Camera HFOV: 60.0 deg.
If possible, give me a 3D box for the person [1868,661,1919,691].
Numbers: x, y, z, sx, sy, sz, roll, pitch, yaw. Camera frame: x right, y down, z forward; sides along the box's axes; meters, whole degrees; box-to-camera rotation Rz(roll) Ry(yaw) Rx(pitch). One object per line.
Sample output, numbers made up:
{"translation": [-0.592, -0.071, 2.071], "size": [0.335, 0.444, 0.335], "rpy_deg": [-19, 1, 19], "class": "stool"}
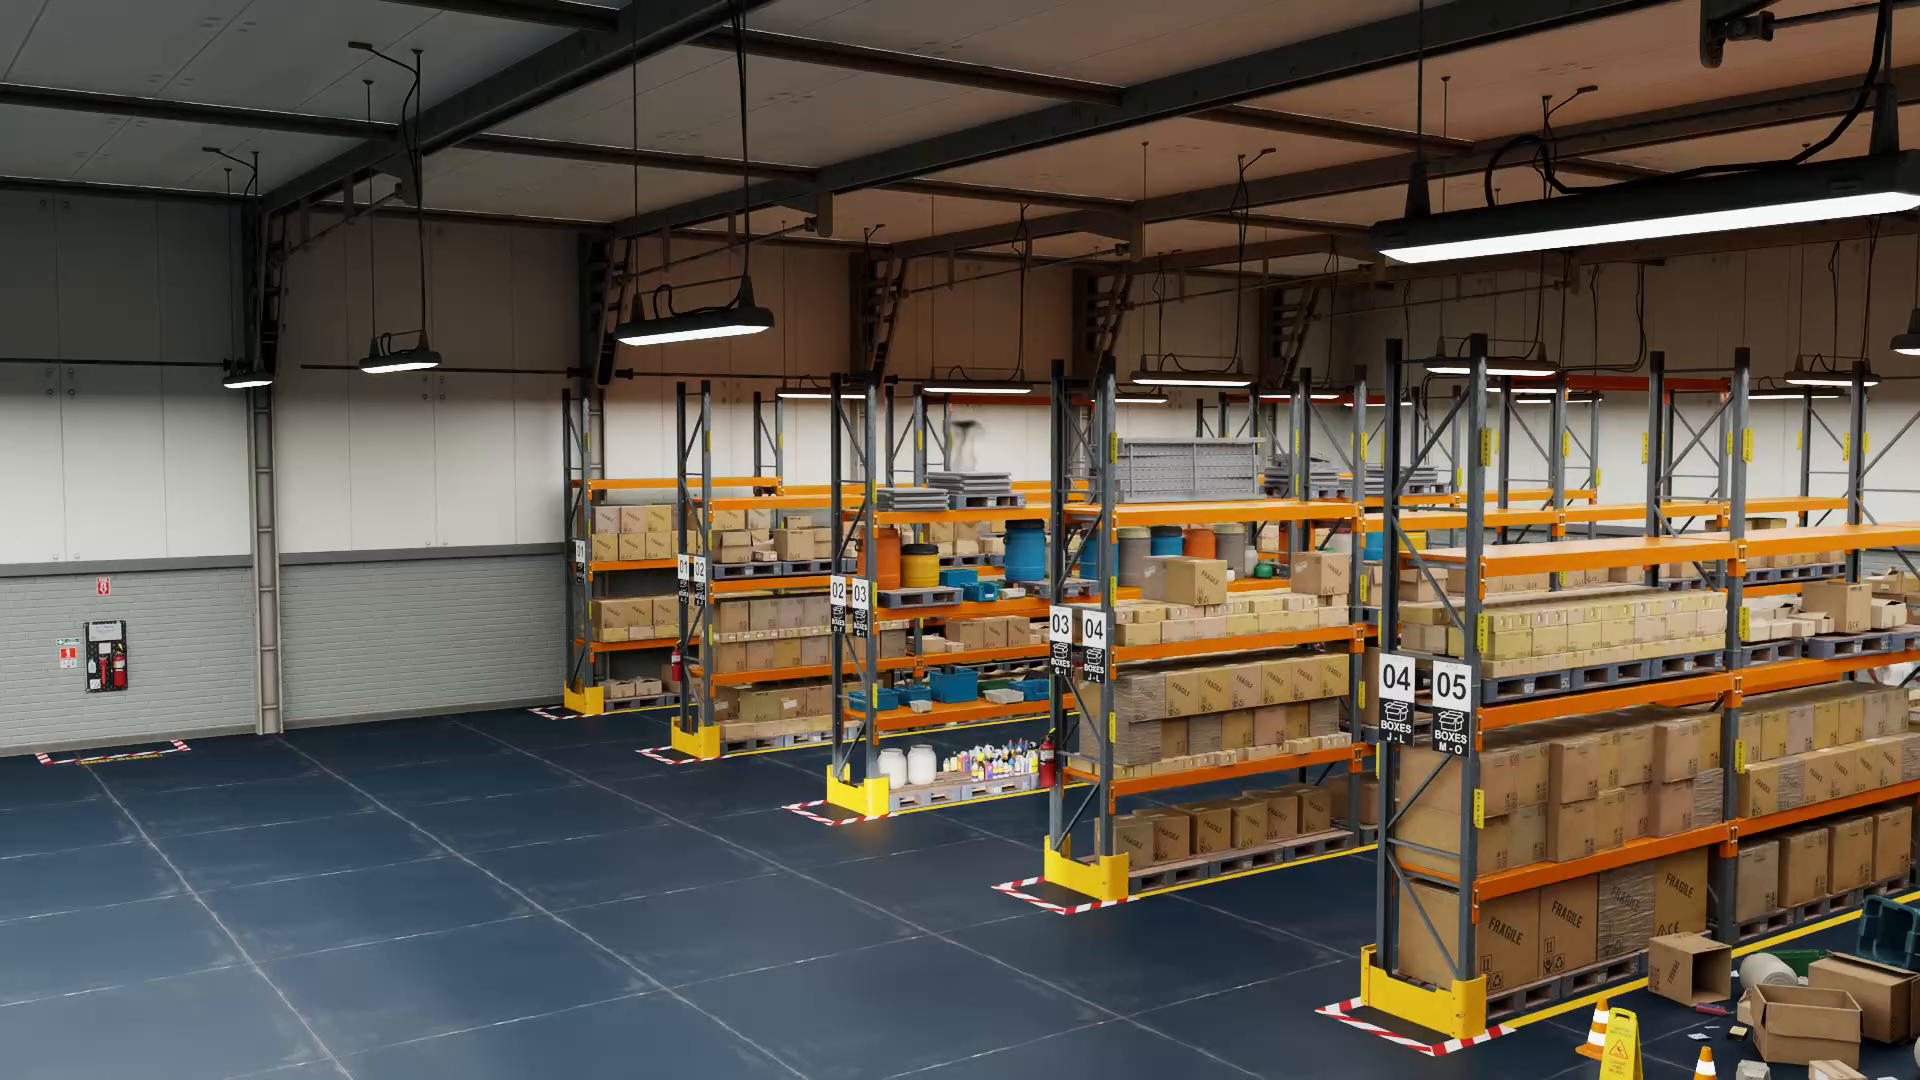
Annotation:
{"translation": [15.590, 2.526, 27.654], "size": [0.712, 1.747, 0.677], "rpy_deg": [0, 4, -8], "class": "person"}
